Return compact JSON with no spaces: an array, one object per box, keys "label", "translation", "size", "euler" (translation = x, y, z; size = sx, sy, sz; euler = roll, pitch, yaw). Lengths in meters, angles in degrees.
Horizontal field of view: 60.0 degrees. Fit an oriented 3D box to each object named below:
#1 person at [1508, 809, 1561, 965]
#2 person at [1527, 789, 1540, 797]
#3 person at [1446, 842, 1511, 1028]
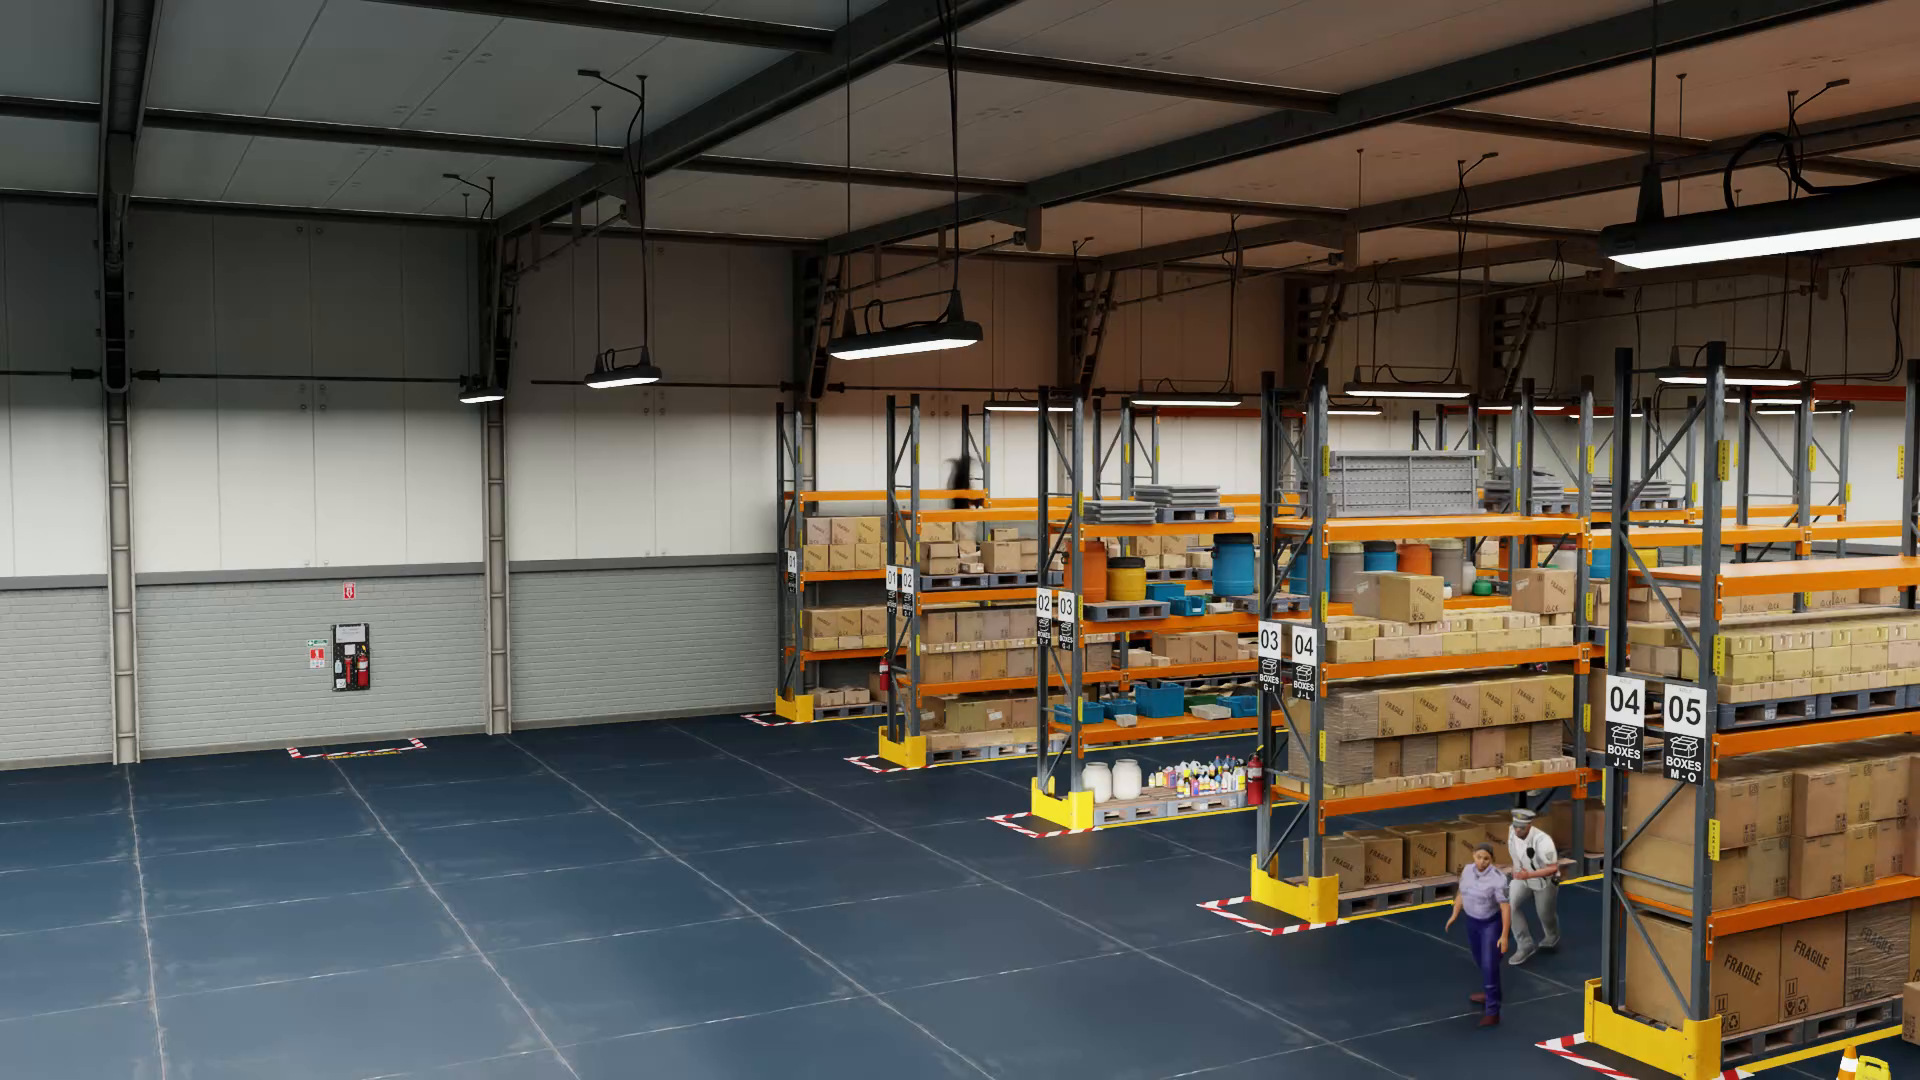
[{"label":"person","translation":[5.778,3.422,16.659],"size":[1.128,1.578,0.669],"euler":[-3,4,-43]},{"label":"person","translation":[8.304,2.970,24.382],"size":[0.736,1.630,0.615],"euler":[-2,4,-28]},{"label":"person","translation":[4.774,3.518,15.103],"size":[0.615,1.646,0.630],"euler":[-2,4,-25]}]
